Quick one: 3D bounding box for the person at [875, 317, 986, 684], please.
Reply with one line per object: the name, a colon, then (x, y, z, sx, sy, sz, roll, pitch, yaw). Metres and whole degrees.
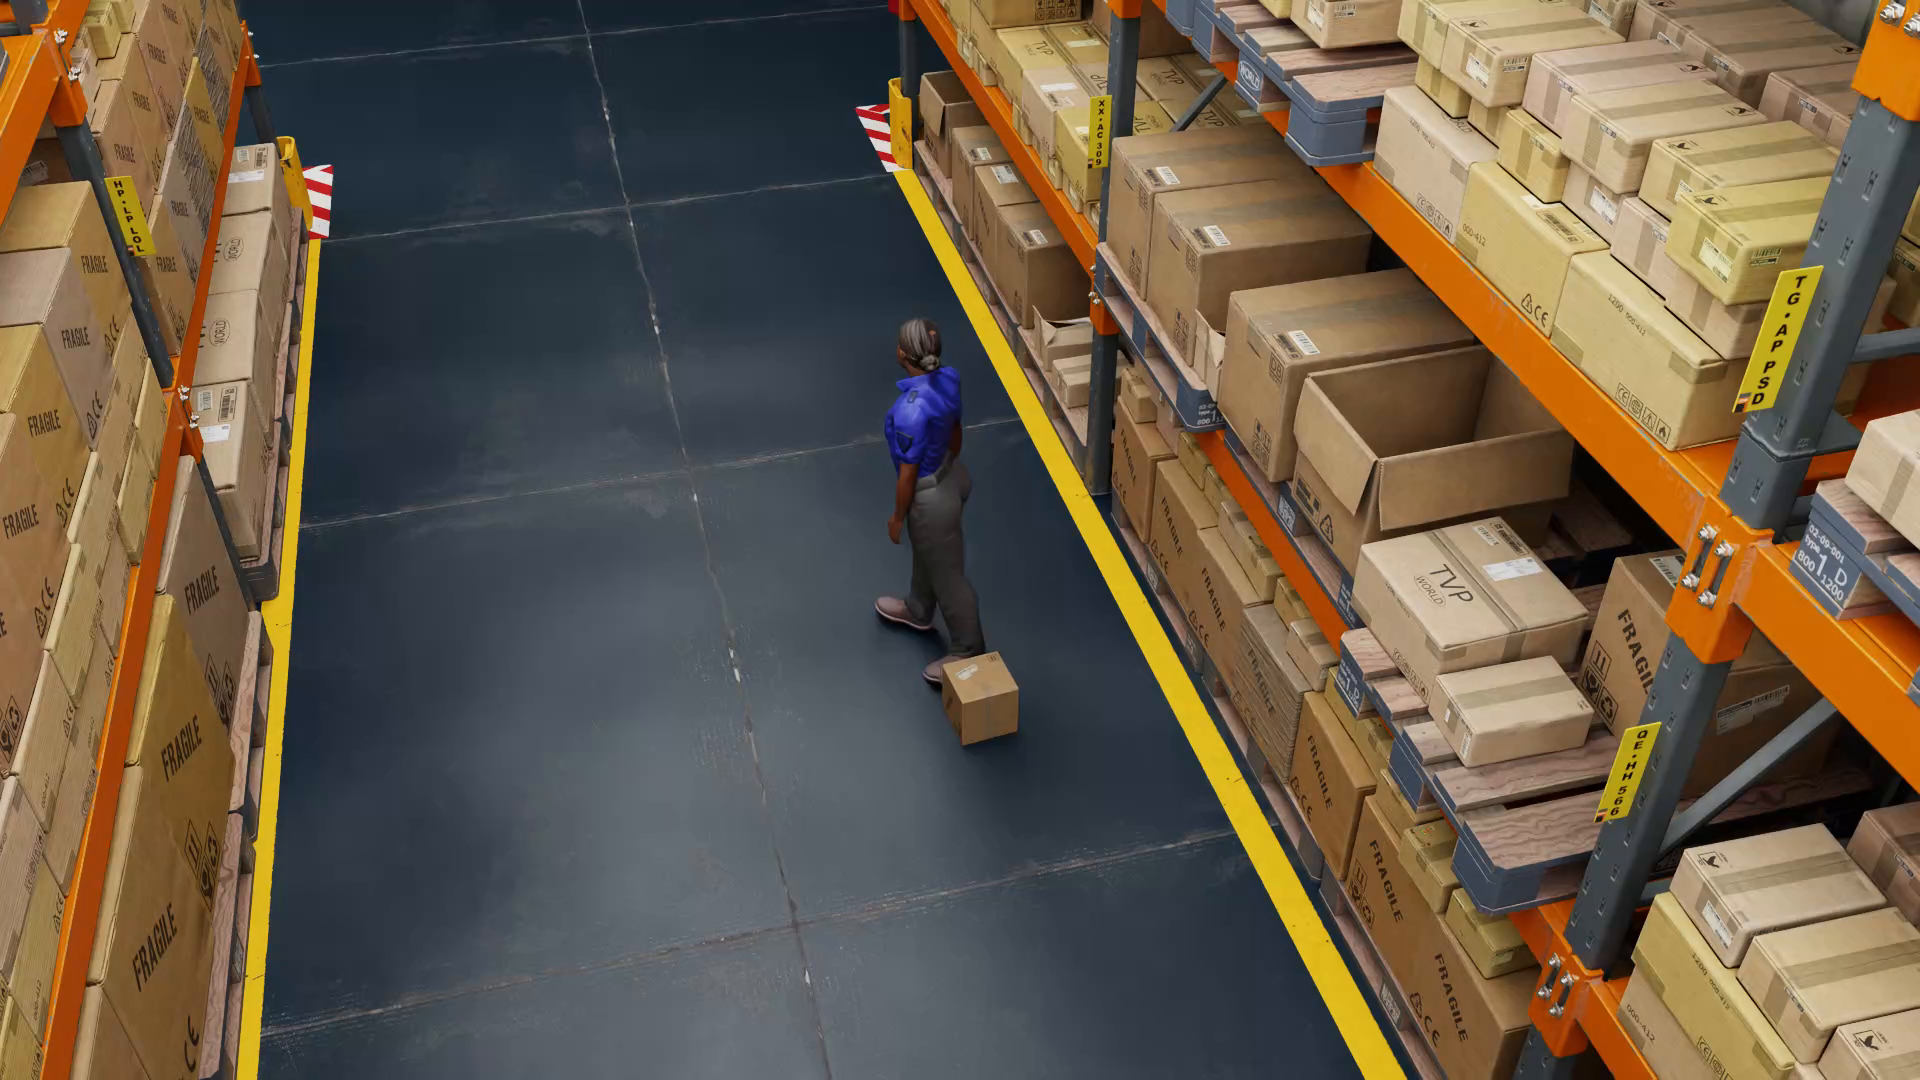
person: (-0.145, -0.186, 6.930, 0.596, 1.645, 0.521, 11, 40, 13)
